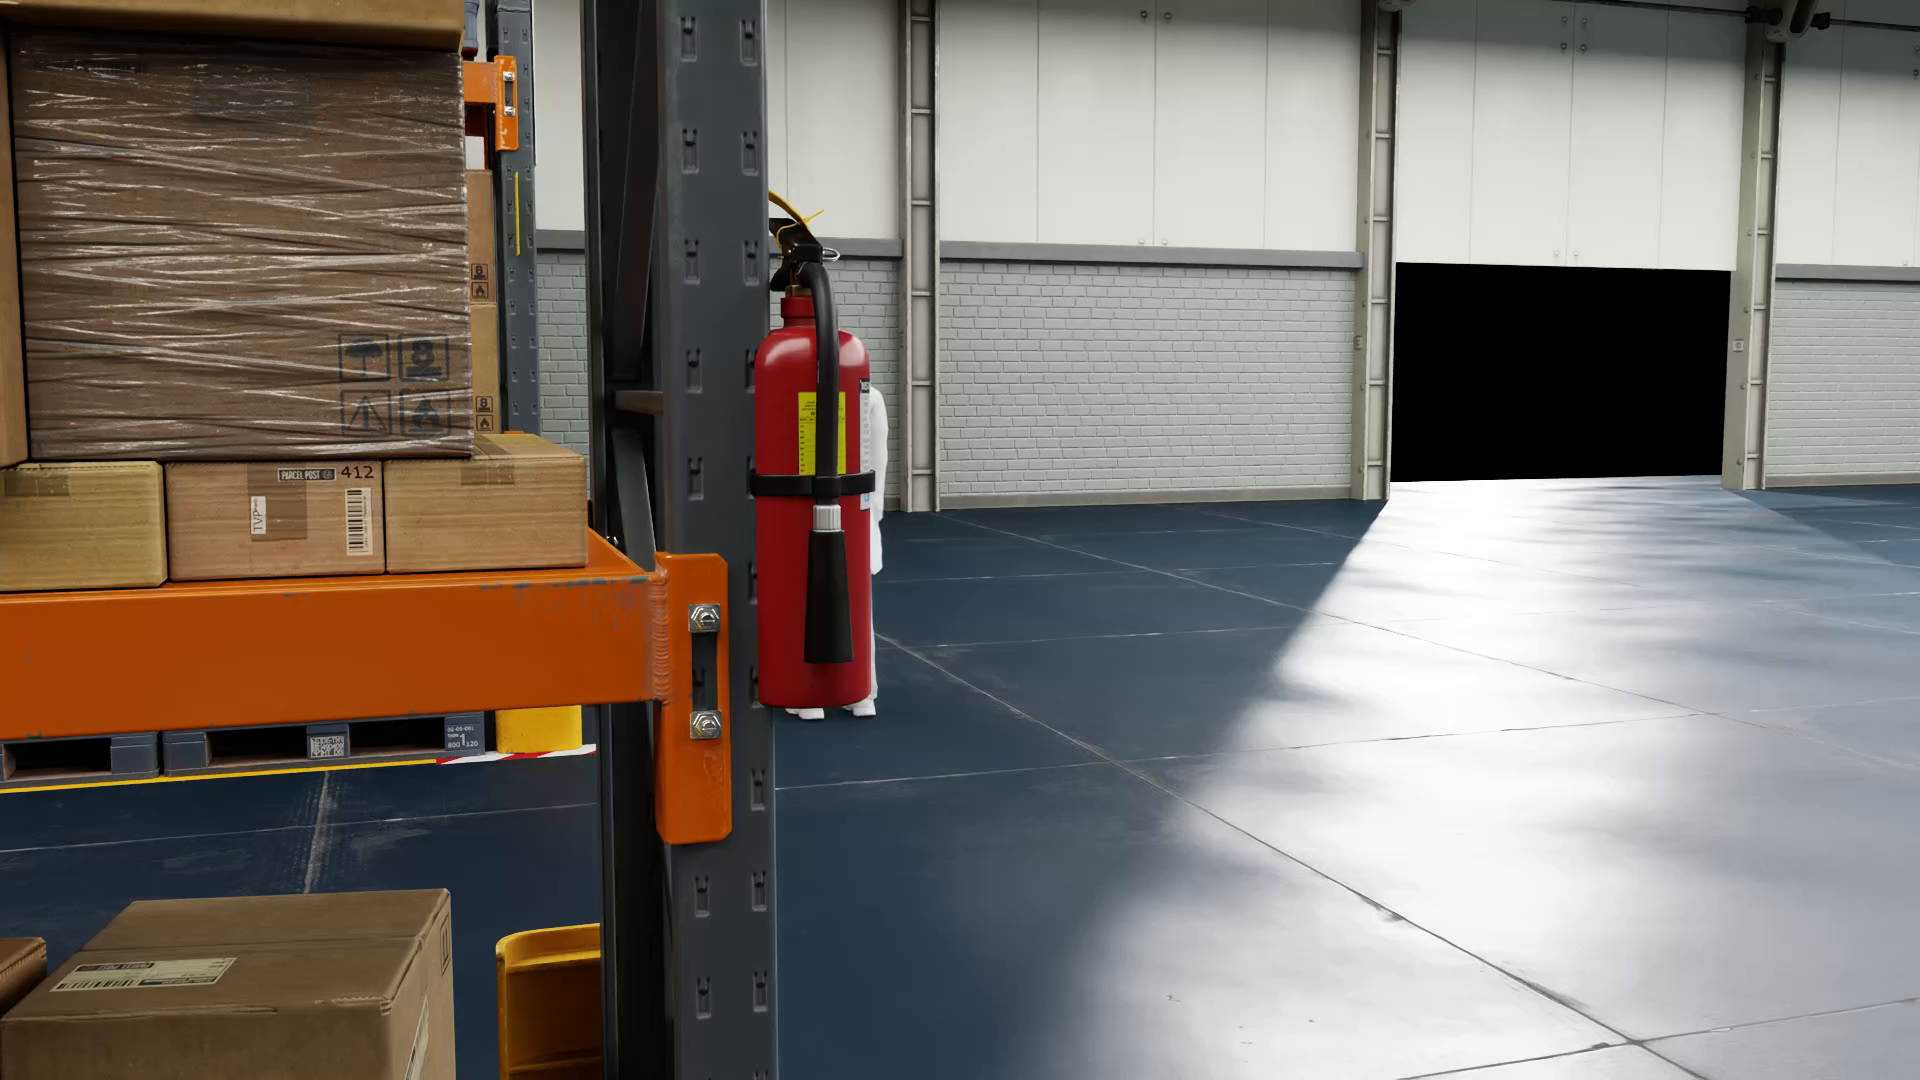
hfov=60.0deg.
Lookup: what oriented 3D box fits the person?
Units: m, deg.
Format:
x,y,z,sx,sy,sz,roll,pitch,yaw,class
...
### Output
x,y,z,sx,sy,sz,roll,pitch,yaw,class
-0.621,-0.067,7.597,0.572,1.757,0.378,-2,6,-17,person
